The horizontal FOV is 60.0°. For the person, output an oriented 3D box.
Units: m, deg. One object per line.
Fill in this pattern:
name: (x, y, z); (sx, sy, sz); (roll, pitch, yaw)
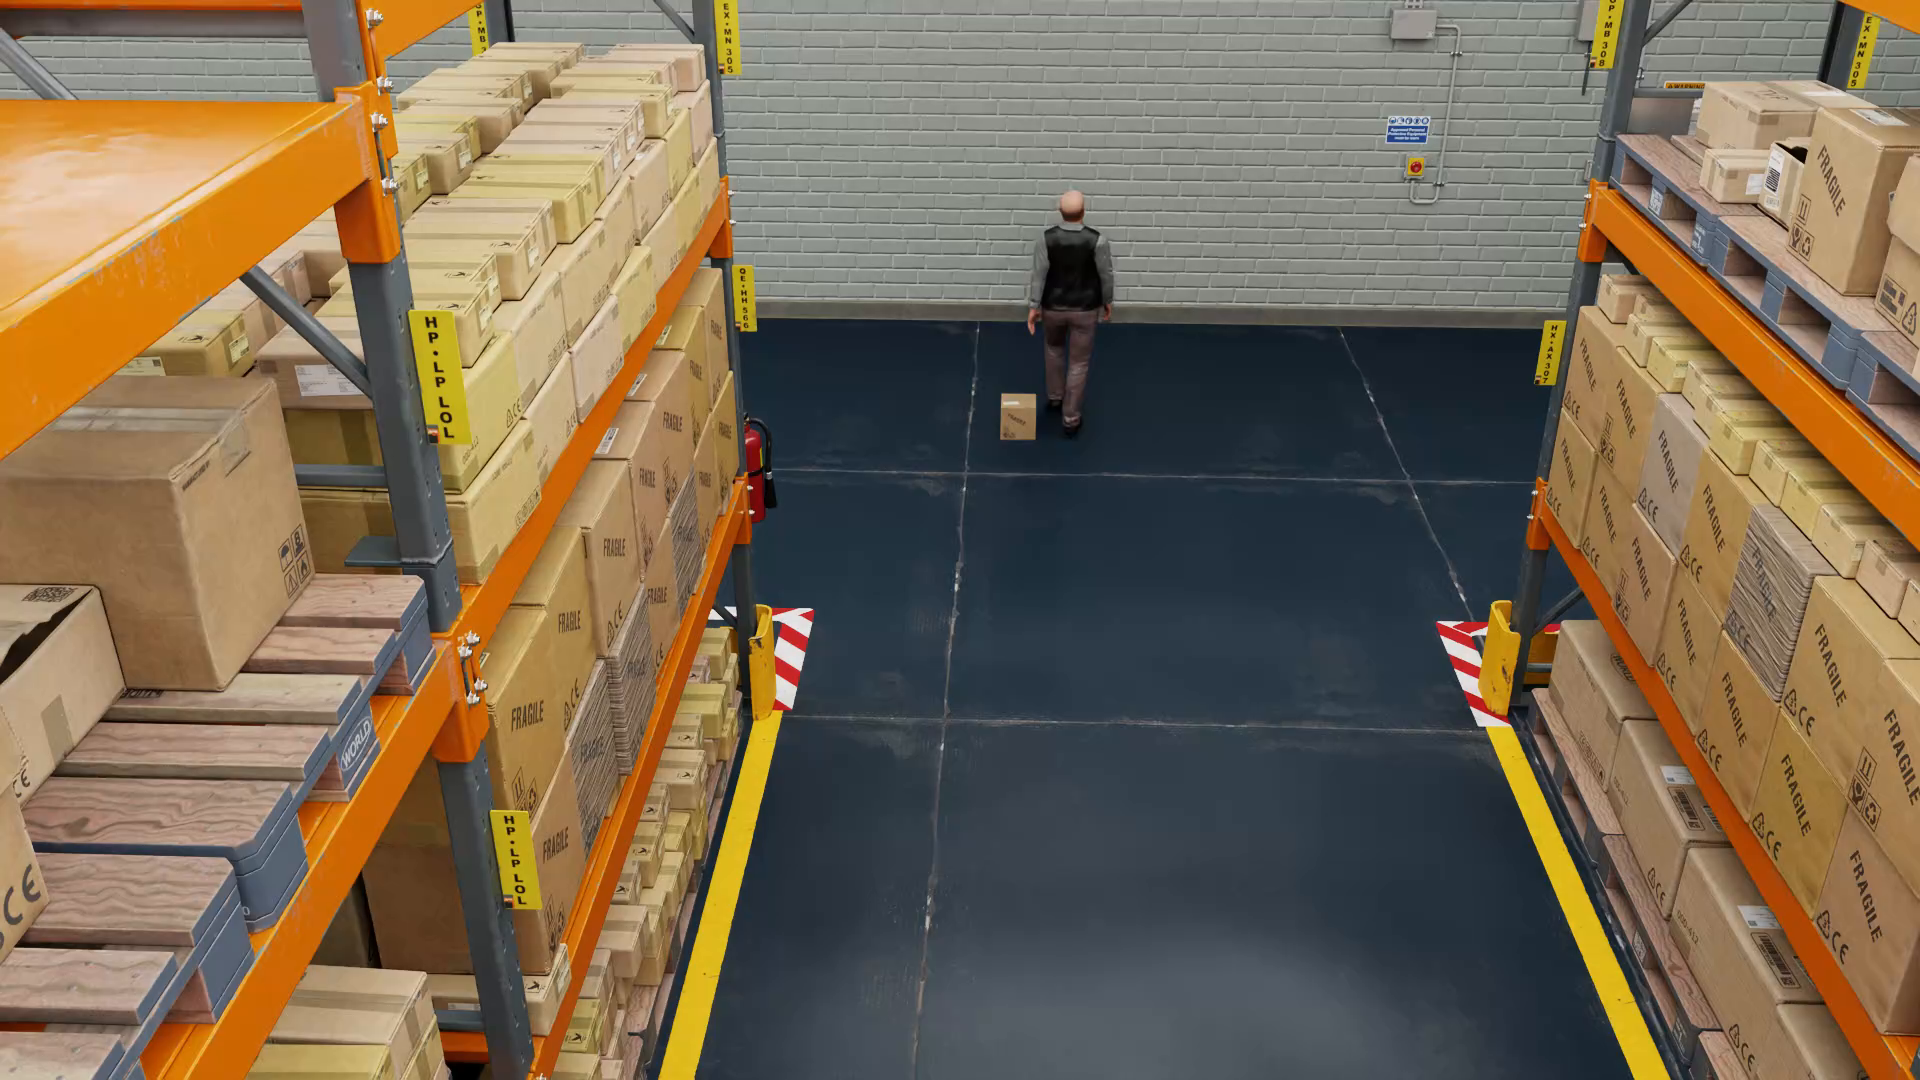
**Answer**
person: (0.792, -1.605, 11.727); (0.572, 1.775, 0.691); (6, 28, 12)
